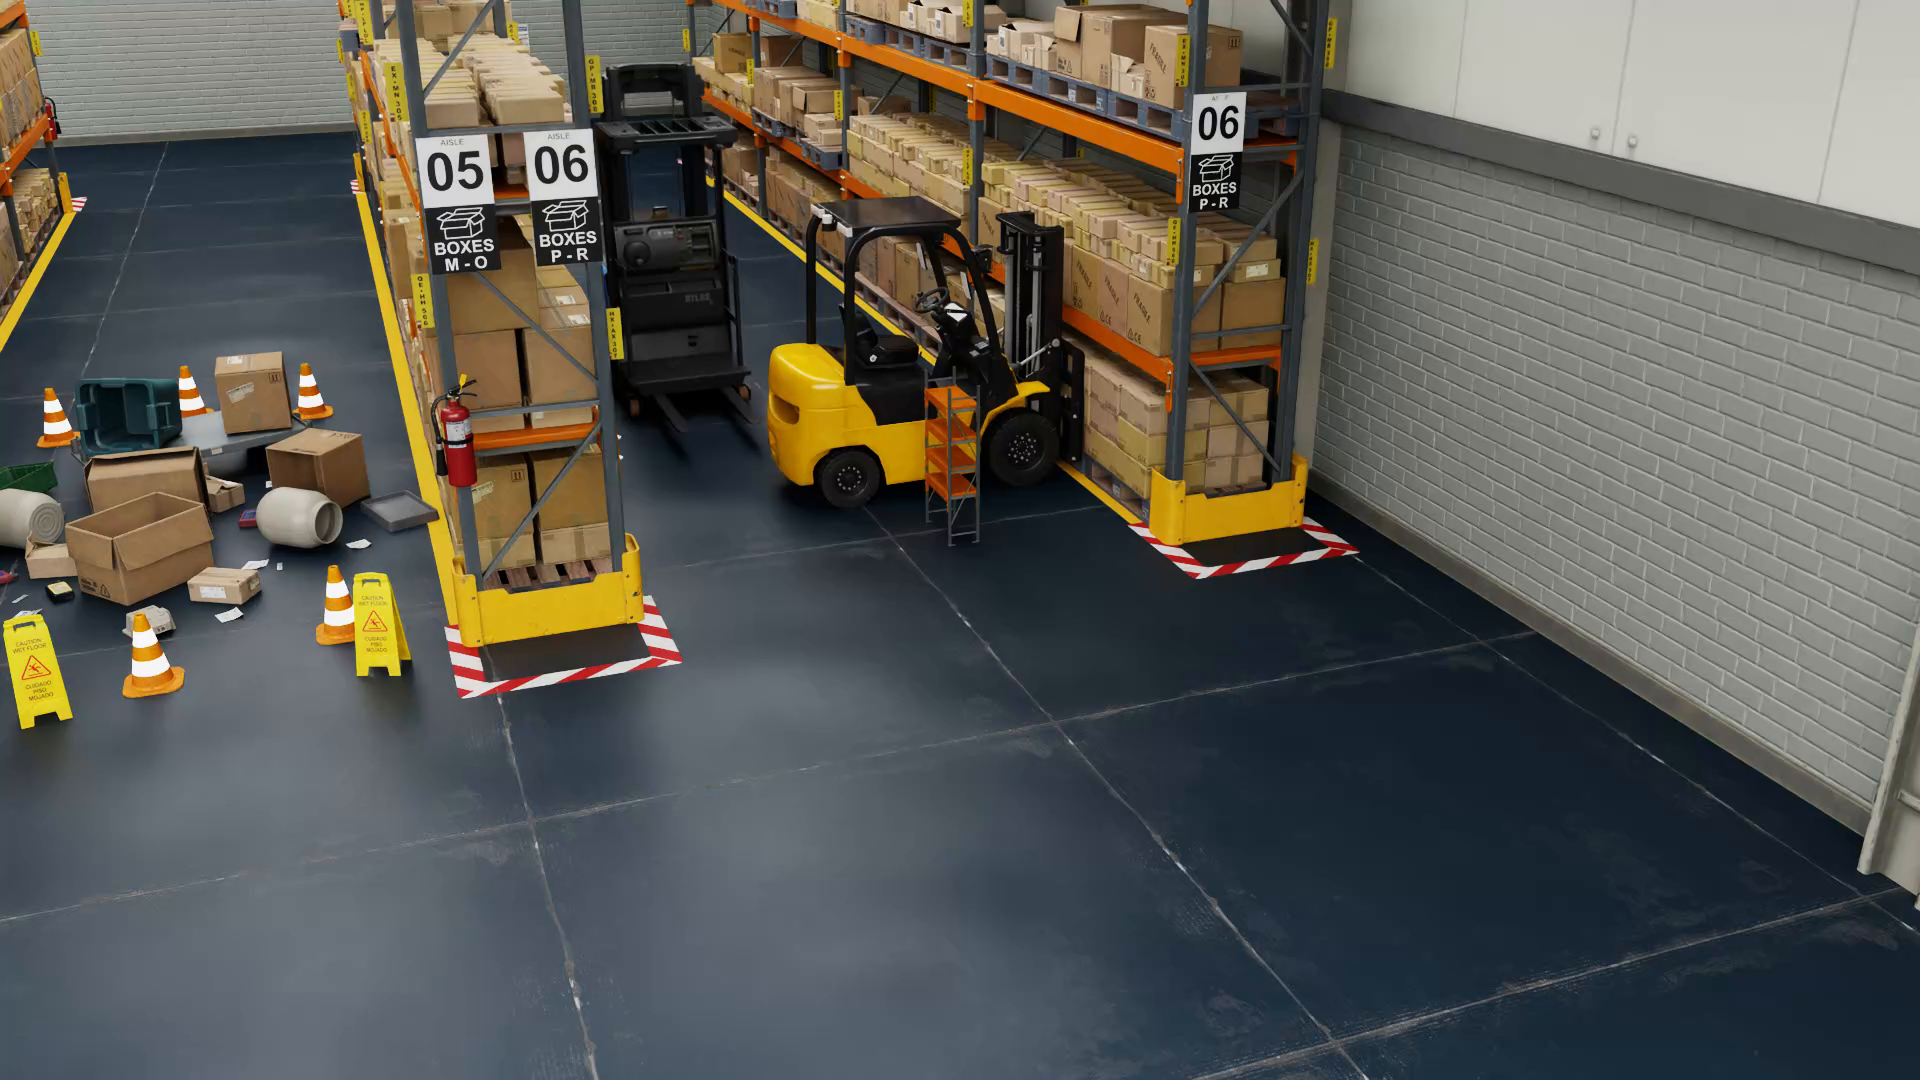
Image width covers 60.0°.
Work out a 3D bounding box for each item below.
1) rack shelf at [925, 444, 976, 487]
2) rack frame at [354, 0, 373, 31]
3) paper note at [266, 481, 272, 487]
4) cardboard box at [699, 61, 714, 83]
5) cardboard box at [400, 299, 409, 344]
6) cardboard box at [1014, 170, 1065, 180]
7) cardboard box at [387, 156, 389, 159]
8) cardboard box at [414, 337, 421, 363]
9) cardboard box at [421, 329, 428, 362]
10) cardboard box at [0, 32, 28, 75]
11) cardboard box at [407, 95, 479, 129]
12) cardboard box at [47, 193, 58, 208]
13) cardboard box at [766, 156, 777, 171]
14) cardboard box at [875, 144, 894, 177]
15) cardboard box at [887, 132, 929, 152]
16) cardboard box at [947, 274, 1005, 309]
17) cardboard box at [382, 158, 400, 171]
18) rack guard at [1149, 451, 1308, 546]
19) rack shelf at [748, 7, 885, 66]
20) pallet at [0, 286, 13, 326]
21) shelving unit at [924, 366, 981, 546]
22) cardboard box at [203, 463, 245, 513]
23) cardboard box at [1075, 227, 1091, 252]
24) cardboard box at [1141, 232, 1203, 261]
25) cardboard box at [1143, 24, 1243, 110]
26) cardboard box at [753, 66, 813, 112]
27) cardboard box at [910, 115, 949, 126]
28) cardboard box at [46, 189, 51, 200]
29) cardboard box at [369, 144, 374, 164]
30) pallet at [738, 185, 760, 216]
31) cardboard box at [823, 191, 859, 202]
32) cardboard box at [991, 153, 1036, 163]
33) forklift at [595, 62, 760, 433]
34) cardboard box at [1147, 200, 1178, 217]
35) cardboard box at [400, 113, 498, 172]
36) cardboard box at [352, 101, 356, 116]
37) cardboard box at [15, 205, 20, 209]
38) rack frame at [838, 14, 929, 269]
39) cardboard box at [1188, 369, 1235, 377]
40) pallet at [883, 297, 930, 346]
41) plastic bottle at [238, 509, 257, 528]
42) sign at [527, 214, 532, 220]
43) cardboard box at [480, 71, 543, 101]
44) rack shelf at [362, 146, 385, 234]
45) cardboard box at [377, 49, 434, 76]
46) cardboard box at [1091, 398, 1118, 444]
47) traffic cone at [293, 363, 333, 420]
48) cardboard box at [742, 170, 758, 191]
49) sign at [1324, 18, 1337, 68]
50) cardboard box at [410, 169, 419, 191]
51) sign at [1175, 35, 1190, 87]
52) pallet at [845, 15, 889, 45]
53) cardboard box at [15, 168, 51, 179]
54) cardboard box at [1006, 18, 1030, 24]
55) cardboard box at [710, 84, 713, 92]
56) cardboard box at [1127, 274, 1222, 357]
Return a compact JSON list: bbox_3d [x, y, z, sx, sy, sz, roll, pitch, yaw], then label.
[{"bbox_3d":[-0.059,-0.551,12.186,0.258,0.148,0.480,-8,24,-19],"label":"rack shelf"},{"bbox_3d":[-5.479,-6.475,16.025,1.000,3.000,0.127,-8,24,-19],"label":"rack frame"},{"bbox_3d":[-5.475,-0.462,13.307,0.148,0.019,0.142,-8,24,-19],"label":"paper note"},{"bbox_3d":[-3.576,-6.982,24.764,0.500,0.250,0.500,-8,24,-18],"label":"cardboard box"},{"bbox_3d":[-5.021,-2.219,16.496,0.950,0.372,0.625,-9,24,-20],"label":"cardboard box"},{"bbox_3d":[0.687,-3.091,14.374,0.380,0.149,0.250,-9,24,-20],"label":"cardboard box"},{"bbox_3d":[-4.797,-3.138,14.781,0.500,0.500,0.500,-7,24,-17],"label":"cardboard box"},{"bbox_3d":[-4.122,-1.523,13.199,0.380,0.149,0.250,-8,24,-18],"label":"cardboard box"},{"bbox_3d":[-3.448,-1.511,11.461,0.500,0.500,0.500,-8,24,-19],"label":"cardboard box"},{"bbox_3d":[-12.327,-6.229,21.367,0.500,0.500,0.500,-9,25,-21],"label":"cardboard box"},{"bbox_3d":[-3.049,-2.520,9.801,0.380,0.149,0.250,-8,24,-18],"label":"cardboard box"},{"bbox_3d":[-12.334,-4.539,22.286,0.380,0.149,0.250,-8,24,-17],"label":"cardboard box"},{"bbox_3d":[-2.372,-5.020,22.140,0.380,0.149,0.250,-7,24,-16],"label":"cardboard box"},{"bbox_3d":[-0.565,-3.984,17.391,0.500,0.250,0.500,-9,24,-20],"label":"cardboard box"},{"bbox_3d":[-0.534,-4.114,17.184,0.380,0.149,0.250,-8,24,-18],"label":"cardboard box"},{"bbox_3d":[0.382,-2.226,16.187,0.875,0.625,0.625,-7,24,-17],"label":"cardboard box"},{"bbox_3d":[-4.113,-2.711,13.021,0.700,0.500,0.500,-9,24,-20],"label":"cardboard box"},{"bbox_3d":[1.998,-0.325,12.378,1.175,0.500,0.348,-8,24,-19],"label":"rack guard"},{"bbox_3d":[-1.543,-6.170,20.091,1.077,0.370,4.000,-8,24,-19],"label":"rack shelf"},{"bbox_3d":[-10.776,-2.436,17.758,1.003,0.211,1.213,-8,24,-19],"label":"pallet"},{"bbox_3d":[-0.059,-0.613,12.160,0.258,1.200,0.503,-8,24,-19],"label":"shelving unit"},{"bbox_3d":[-5.786,-0.406,12.872,0.396,0.266,0.258,12,26,27],"label":"cardboard box"},{"bbox_3d":[1.129,-2.381,13.073,0.380,0.149,0.250,-8,24,-19],"label":"cardboard box"},{"bbox_3d":[1.550,-2.154,12.153,0.380,0.149,0.250,-8,24,-19],"label":"cardboard box"},{"bbox_3d":[1.605,-3.281,11.512,0.500,0.500,0.500,-8,24,-17],"label":"cardboard box"},{"bbox_3d":[-2.288,-5.879,21.667,0.700,0.500,0.500,-8,24,-18],"label":"cardboard box"},{"bbox_3d":[-0.335,-4.567,18.260,0.380,0.149,0.250,-8,24,-18],"label":"cardboard box"},{"bbox_3d":[-12.262,-4.577,21.994,0.380,0.149,0.250,-9,25,-21],"label":"cardboard box"},{"bbox_3d":[-6.072,-4.198,17.898,0.500,0.250,0.500,-9,24,-20],"label":"cardboard box"},{"bbox_3d":[-2.491,-4.811,23.392,1.003,0.211,1.213,-8,24,-19],"label":"pallet"},{"bbox_3d":[-1.425,-4.074,19.898,0.380,0.149,0.250,-9,25,-21],"label":"cardboard box"},{"bbox_3d":[0.520,-3.637,16.053,0.380,0.149,0.250,-8,24,-19],"label":"cardboard box"},{"bbox_3d":[-2.552,-2.635,14.729,1.130,2.935,3.031,-9,24,-20],"label":"forklift"},{"bbox_3d":[1.713,-2.606,13.224,0.380,0.149,0.250,-9,24,-20],"label":"cardboard box"},{"bbox_3d":[-3.086,-2.403,10.036,0.500,0.250,0.500,-9,24,-20],"label":"cardboard box"},{"bbox_3d":[-8.037,-6.082,22.689,0.500,0.500,0.500,-8,24,-19],"label":"cardboard box"},{"bbox_3d":[-11.592,-3.949,20.120,0.380,0.149,0.250,-9,24,-20],"label":"cardboard box"},{"bbox_3d":[-0.837,-4.393,18.810,1.000,3.000,0.127,-8,24,-19],"label":"rack frame"},{"bbox_3d":[1.817,-1.255,13.077,0.500,0.250,0.500,-8,24,-19],"label":"cardboard box"},{"bbox_3d":[-0.155,-2.361,17.579,1.003,0.211,1.213,-8,24,-19],"label":"pallet"},{"bbox_3d":[-5.365,-0.176,12.590,0.133,0.061,0.283,-4,23,-10],"label":"plastic bottle"},{"bbox_3d":[-3.561,-2.733,13.757,0.100,0.325,0.005,-8,24,-19],"label":"sign"},{"bbox_3d":[-2.918,-2.961,10.849,0.380,0.149,0.250,-8,24,-19],"label":"cardboard box"},{"bbox_3d":[-6.186,-4.105,19.054,1.077,0.370,4.000,-8,24,-19],"label":"rack shelf"},{"bbox_3d":[-3.988,-3.445,11.995,0.380,0.149,0.250,-9,24,-19],"label":"cardboard box"},{"bbox_3d":[1.358,-0.960,13.022,0.500,0.250,0.500,-9,24,-20],"label":"cardboard box"},{"bbox_3d":[-5.814,-1.346,14.848,0.336,0.463,0.334,-8,24,-19],"label":"traffic cone"},{"bbox_3d":[-2.847,-5.071,23.400,0.396,0.266,0.258,-7,24,-17],"label":"cardboard box"},{"bbox_3d":[2.511,-3.381,11.321,0.100,0.325,0.005,-8,24,-19],"label":"sign"},{"bbox_3d":[-3.159,-2.247,10.181,0.380,0.149,0.250,-8,24,-19],"label":"cardboard box"},{"bbox_3d":[1.477,-3.170,11.009,0.100,0.325,0.005,-8,24,-19],"label":"sign"},{"bbox_3d":[-0.513,-5.453,17.708,1.213,0.211,1.003,-7,24,-17],"label":"pallet"},{"bbox_3d":[-12.476,-4.897,22.371,0.380,0.149,0.250,-8,24,-18],"label":"cardboard box"},{"bbox_3d":[0.460,-4.781,15.522,0.380,0.149,0.250,-8,24,-19],"label":"cardboard box"},{"bbox_3d":[-3.513,-6.749,24.725,0.380,0.149,0.250,-8,24,-17],"label":"cardboard box"},{"bbox_3d":[1.570,-1.675,12.232,0.500,0.500,0.500,-9,24,-20],"label":"cardboard box"}]
